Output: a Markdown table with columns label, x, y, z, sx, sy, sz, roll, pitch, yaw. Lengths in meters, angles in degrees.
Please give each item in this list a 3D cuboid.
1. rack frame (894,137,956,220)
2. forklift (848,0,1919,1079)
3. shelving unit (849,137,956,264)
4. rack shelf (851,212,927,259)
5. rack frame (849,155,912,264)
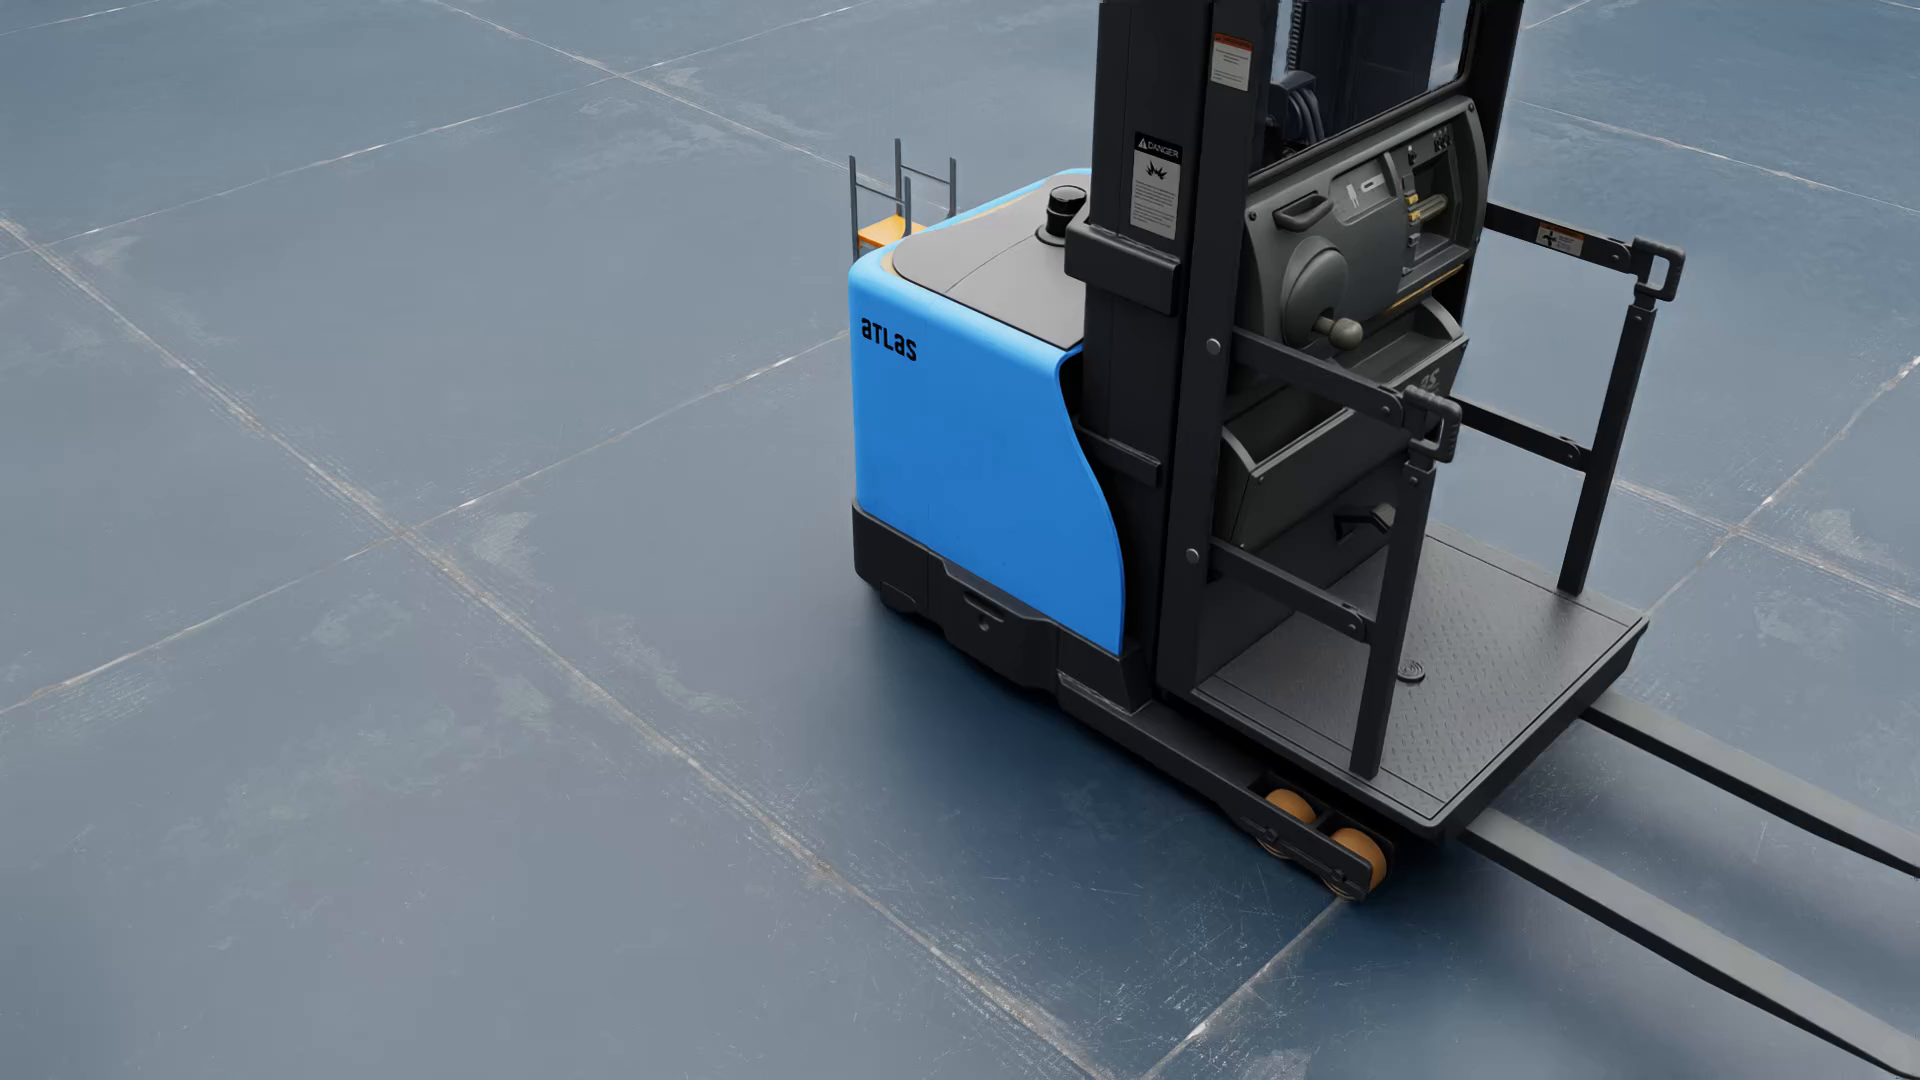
| label | x | y | z | sx | sy | sz | roll | pitch | yaw |
| --- | --- | --- | --- | --- | --- | --- | --- | --- | --- |
| rack frame | -0.101 | -0.630 | 5.105 | 0.240 | 1.200 | 0.006 | 28 | 44 | 34 |
| forklift | 1.088 | -0.676 | 3.658 | 3.031 | 2.935 | 1.130 | 29 | 44 | 35 |
| shelving unit | -0.163 | -0.592 | 5.050 | 0.258 | 1.200 | 0.189 | 28 | 44 | 34 |
| rack shelf | -0.163 | -0.851 | 4.869 | 0.258 | 0.103 | 0.180 | 28 | 44 | 34 |
| rack frame | -0.225 | -0.553 | 4.995 | 0.240 | 1.200 | 0.006 | 28 | 44 | 34 |
